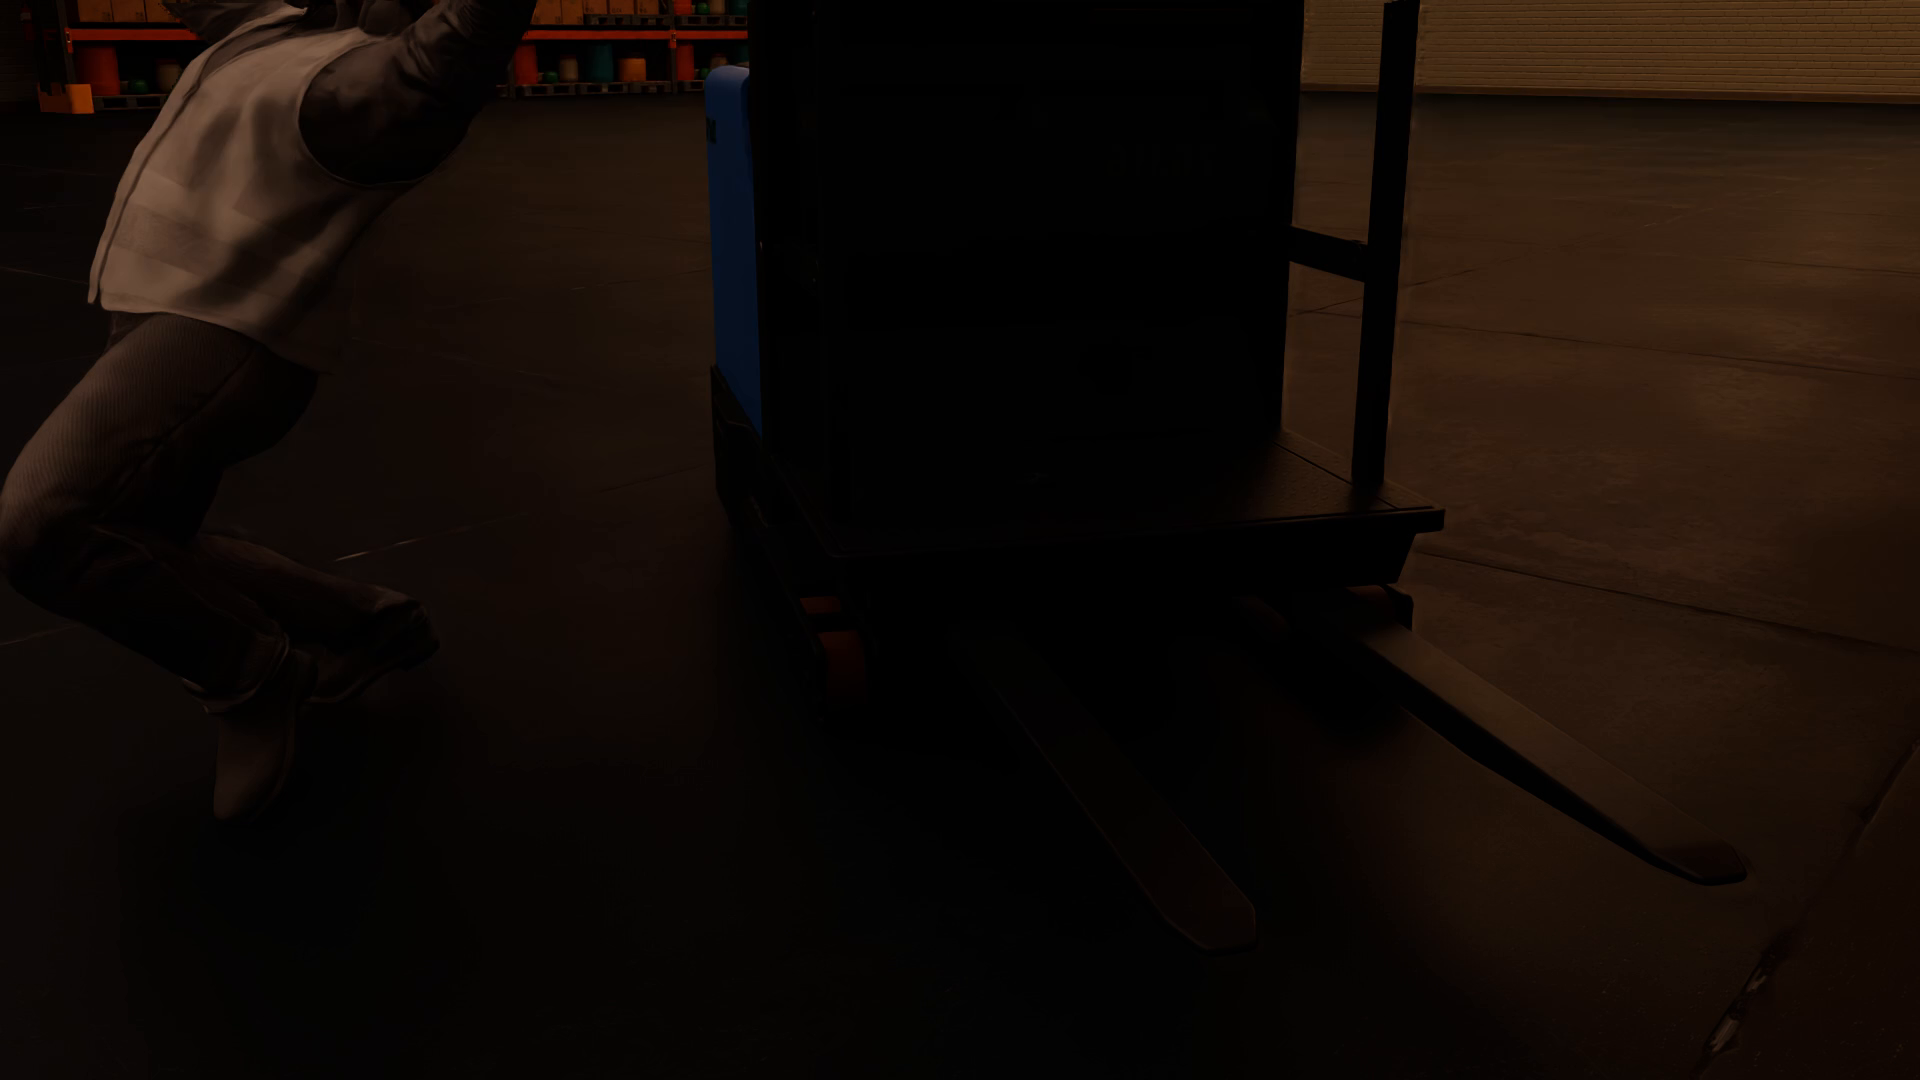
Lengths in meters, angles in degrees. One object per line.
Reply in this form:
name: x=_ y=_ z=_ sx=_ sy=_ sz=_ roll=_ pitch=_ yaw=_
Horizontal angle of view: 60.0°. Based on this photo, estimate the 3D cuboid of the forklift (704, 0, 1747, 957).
forklift: x=0.204 y=-1.206 z=2.868 sx=1.130 sy=2.935 sz=3.031 roll=-4 pitch=17 yaw=-14

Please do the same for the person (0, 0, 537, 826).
person: x=-1.003 y=-0.373 z=2.445 sx=0.849 sy=1.621 sz=1.058 roll=-13 pitch=21 yaw=-38
